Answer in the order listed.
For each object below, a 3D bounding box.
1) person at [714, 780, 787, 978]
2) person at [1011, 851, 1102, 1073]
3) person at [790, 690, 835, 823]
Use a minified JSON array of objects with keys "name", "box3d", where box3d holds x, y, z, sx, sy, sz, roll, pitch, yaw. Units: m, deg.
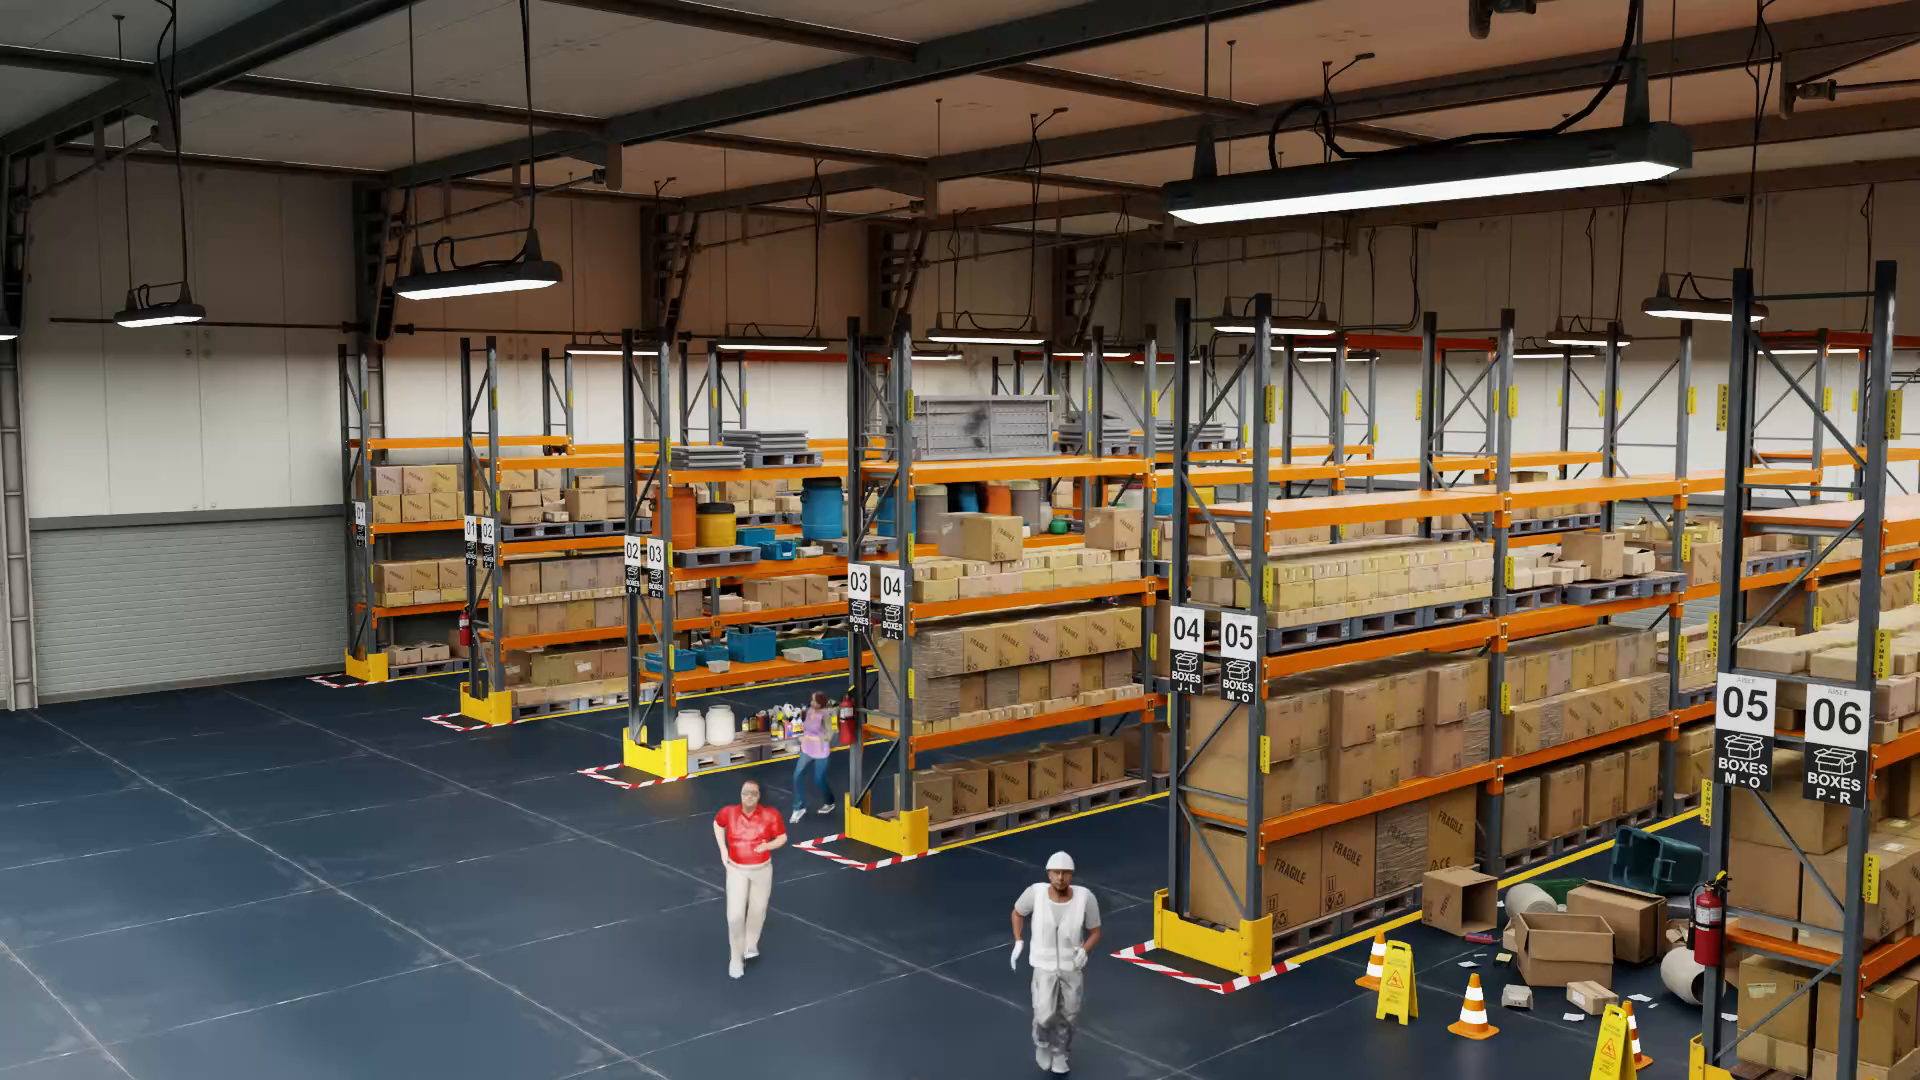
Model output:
[{"name":"person","box3d":[-1.865,3.002,14.848,0.640,1.768,0.803,-1,5,-9]},{"name":"person","box3d":[0.719,3.177,12.385,0.678,1.732,0.697,0,5,0]},{"name":"person","box3d":[-1.702,2.600,20.001,0.526,1.624,0.670,4,6,37]}]
